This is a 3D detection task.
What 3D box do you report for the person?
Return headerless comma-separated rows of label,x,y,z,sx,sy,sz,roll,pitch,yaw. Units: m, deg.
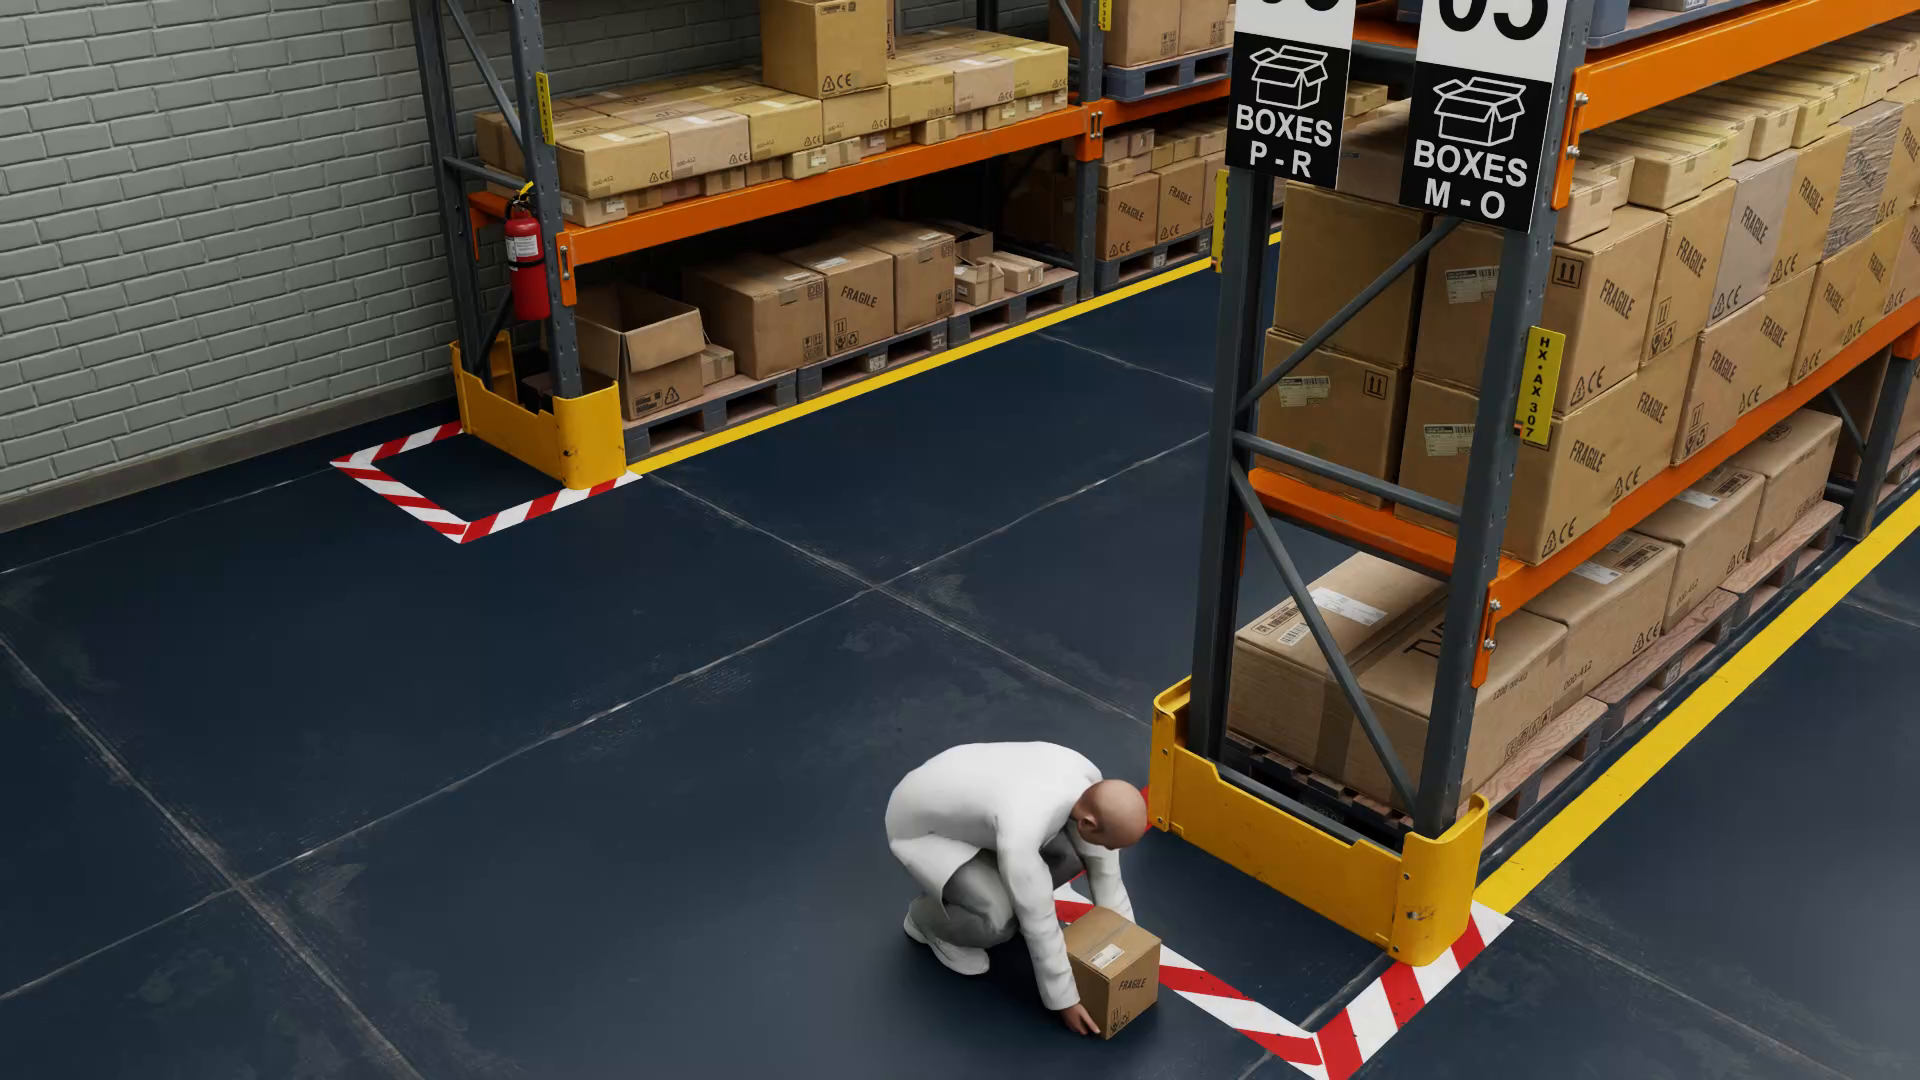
person,0.179,1.041,5.288,0.938,0.887,0.576,21,34,35
